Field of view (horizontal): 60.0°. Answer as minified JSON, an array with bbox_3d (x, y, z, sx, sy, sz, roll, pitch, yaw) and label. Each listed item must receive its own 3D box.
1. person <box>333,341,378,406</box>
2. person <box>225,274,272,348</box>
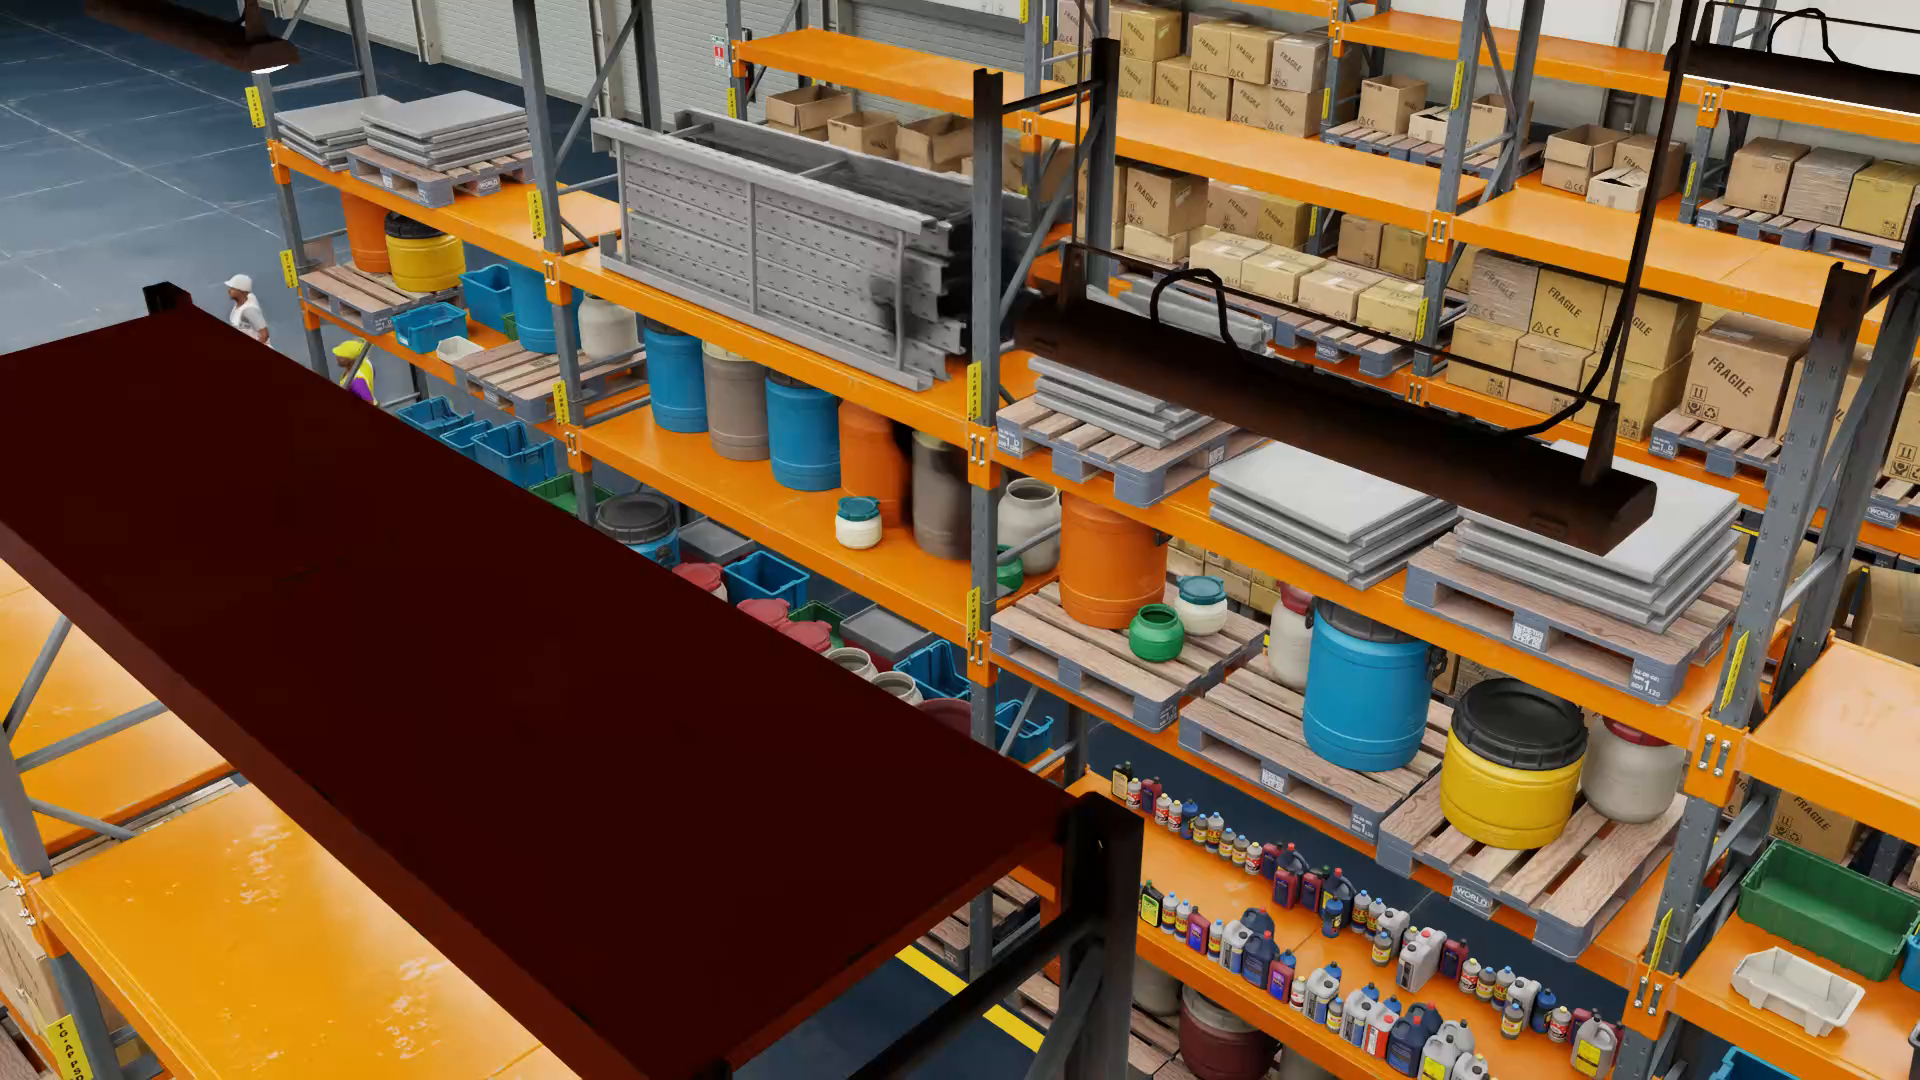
[{"bbox_3d":[-5.995,-1.222,16.666,0.830,1.715,0.761,-5,30,-9],"label":"person"},{"bbox_3d":[-7.655,-2.073,18.147,0.679,1.742,0.678,-13,32,-22],"label":"person"}]
